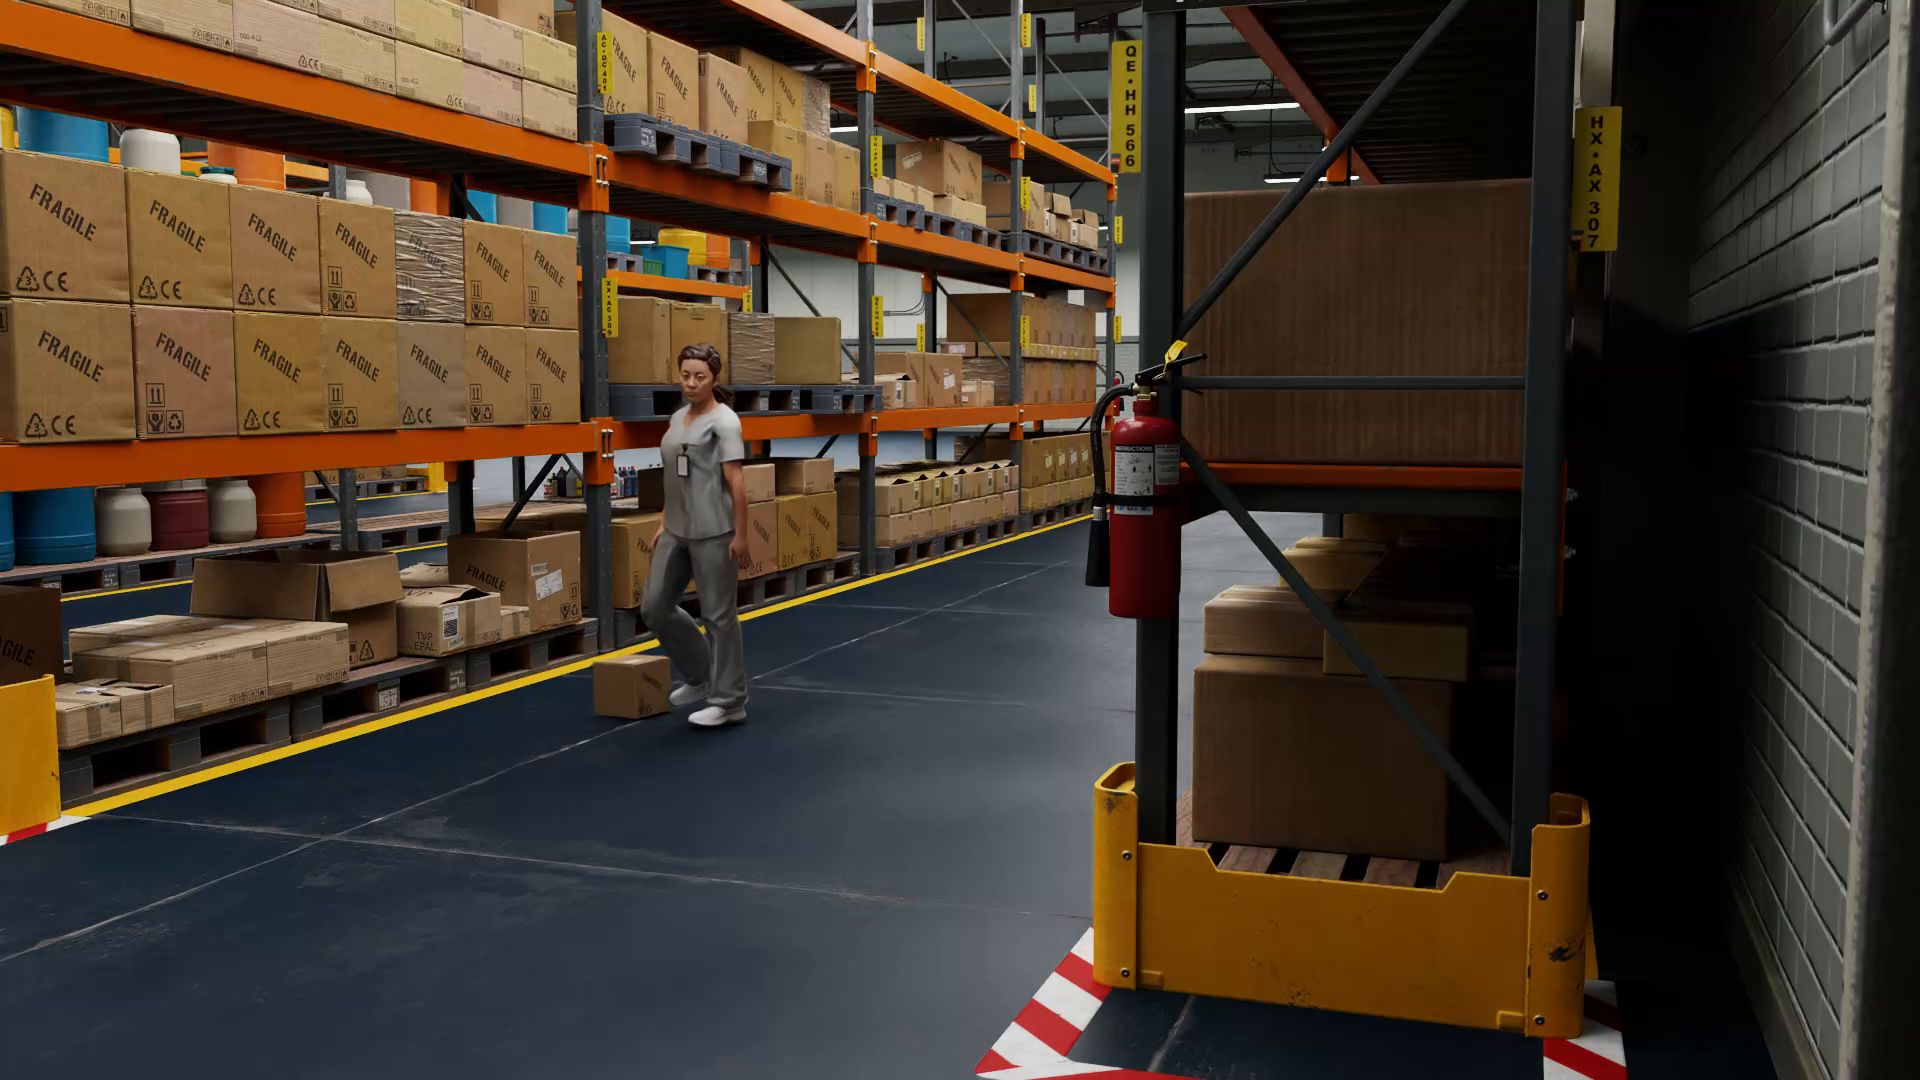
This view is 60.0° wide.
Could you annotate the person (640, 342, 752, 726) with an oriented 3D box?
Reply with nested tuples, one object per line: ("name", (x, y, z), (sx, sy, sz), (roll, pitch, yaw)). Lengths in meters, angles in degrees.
("person", (-1.132, -0.024, 7.267), (0.595, 1.667, 0.434), (5, 7, 43))
